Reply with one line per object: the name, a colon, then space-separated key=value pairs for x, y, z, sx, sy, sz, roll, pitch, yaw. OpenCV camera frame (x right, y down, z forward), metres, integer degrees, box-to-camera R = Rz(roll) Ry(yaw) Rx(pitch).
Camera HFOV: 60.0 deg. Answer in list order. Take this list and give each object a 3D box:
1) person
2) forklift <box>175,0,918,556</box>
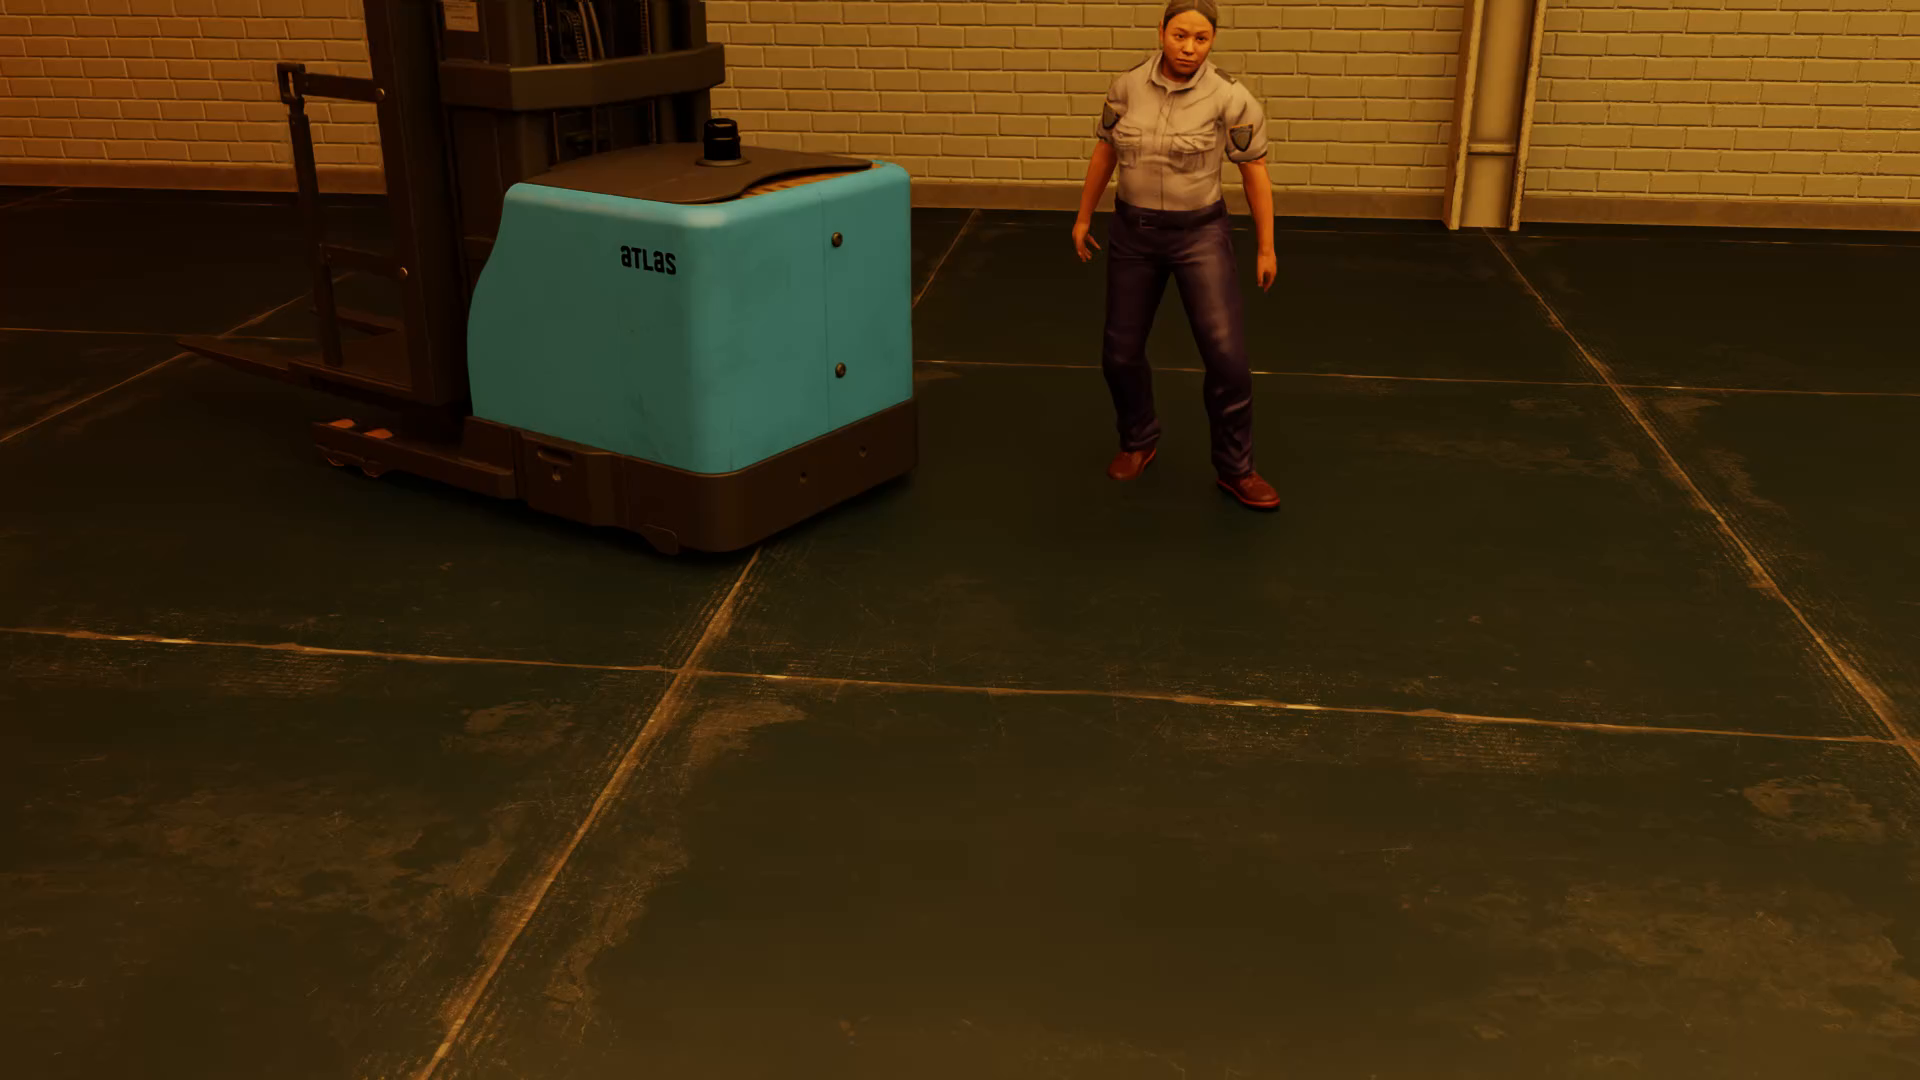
person: x=0.723 y=-0.941 z=5.393 sx=0.827 sy=1.619 sz=0.395 roll=11 pitch=24 yaw=25
forklift: x=-1.647 y=-1.721 z=5.526 sx=3.031 sy=2.935 sz=1.130 roll=14 pitch=26 yaw=32
